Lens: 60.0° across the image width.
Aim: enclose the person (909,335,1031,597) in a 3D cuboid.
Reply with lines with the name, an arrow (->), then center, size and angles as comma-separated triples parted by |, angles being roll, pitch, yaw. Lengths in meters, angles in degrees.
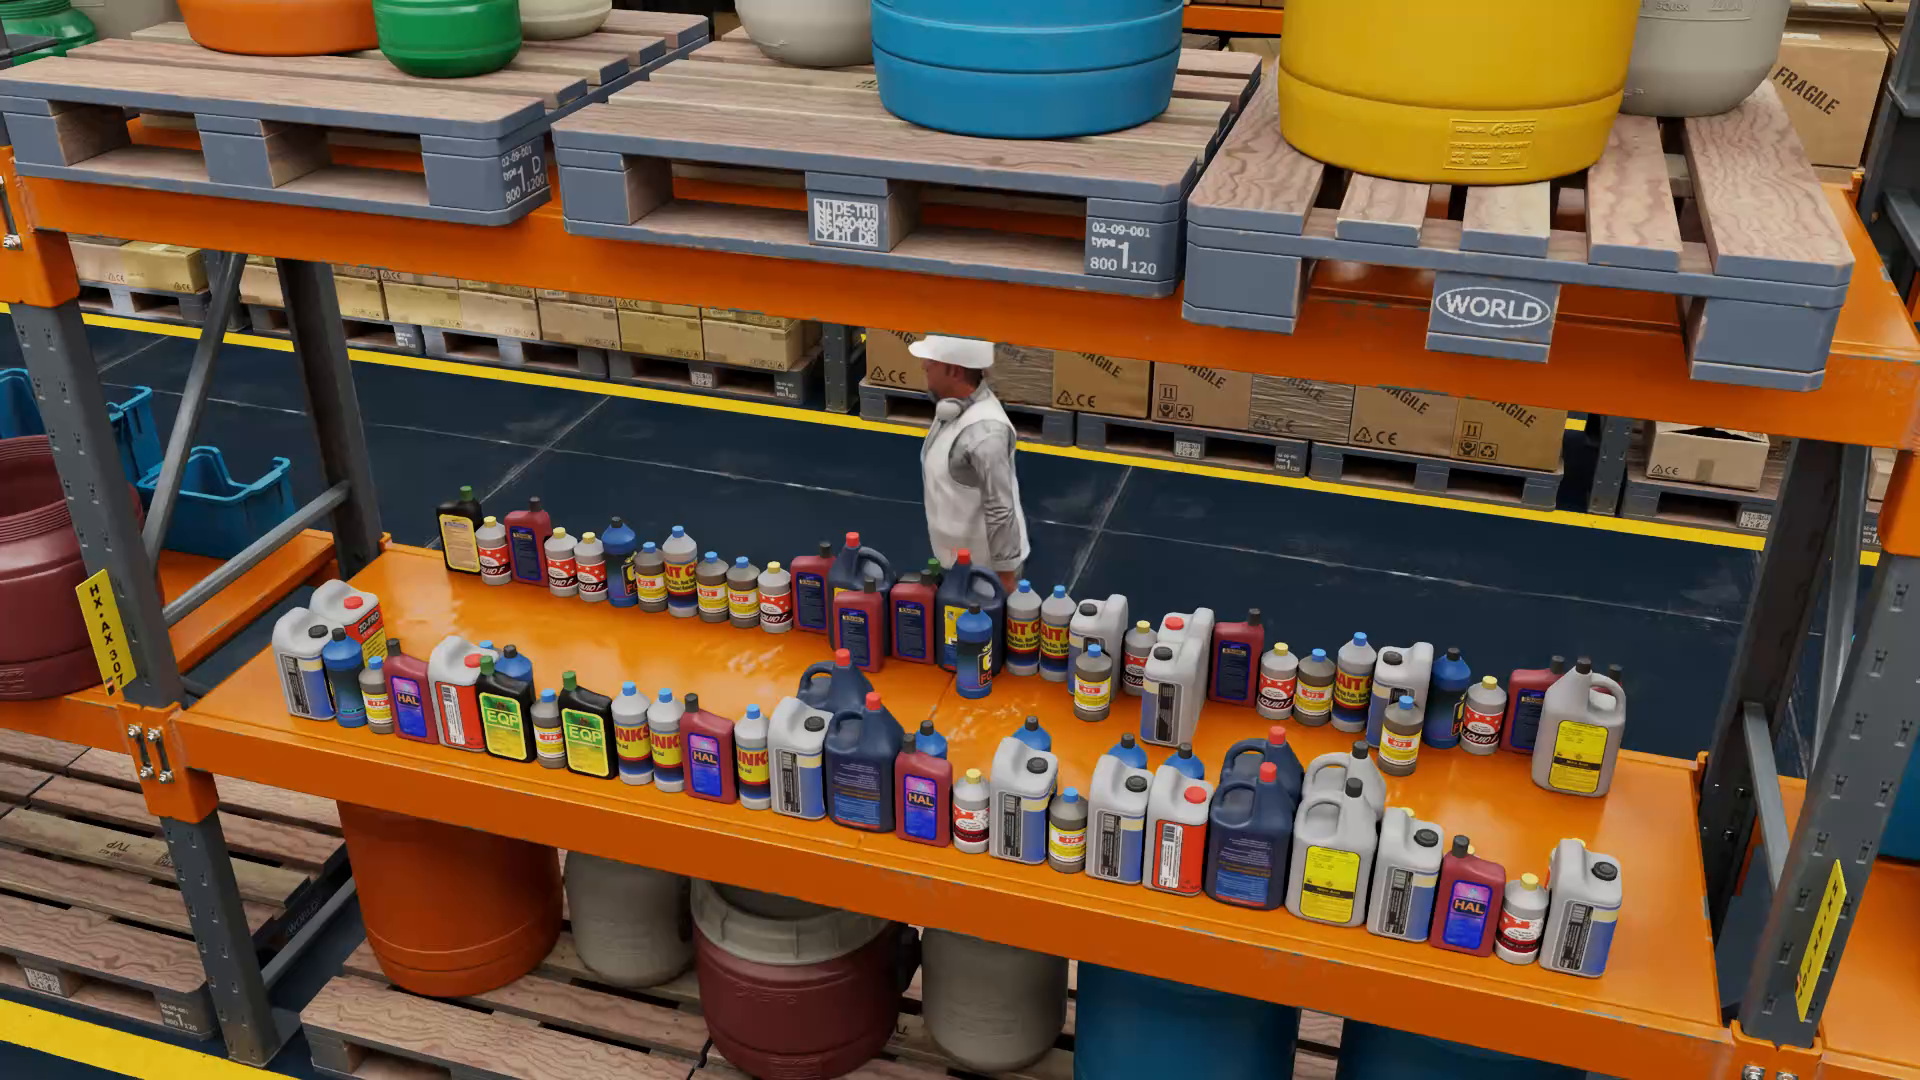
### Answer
person -> 0.077, 0.028, 6.025 | 0.498, 1.765, 0.580 | -3, 29, -5
